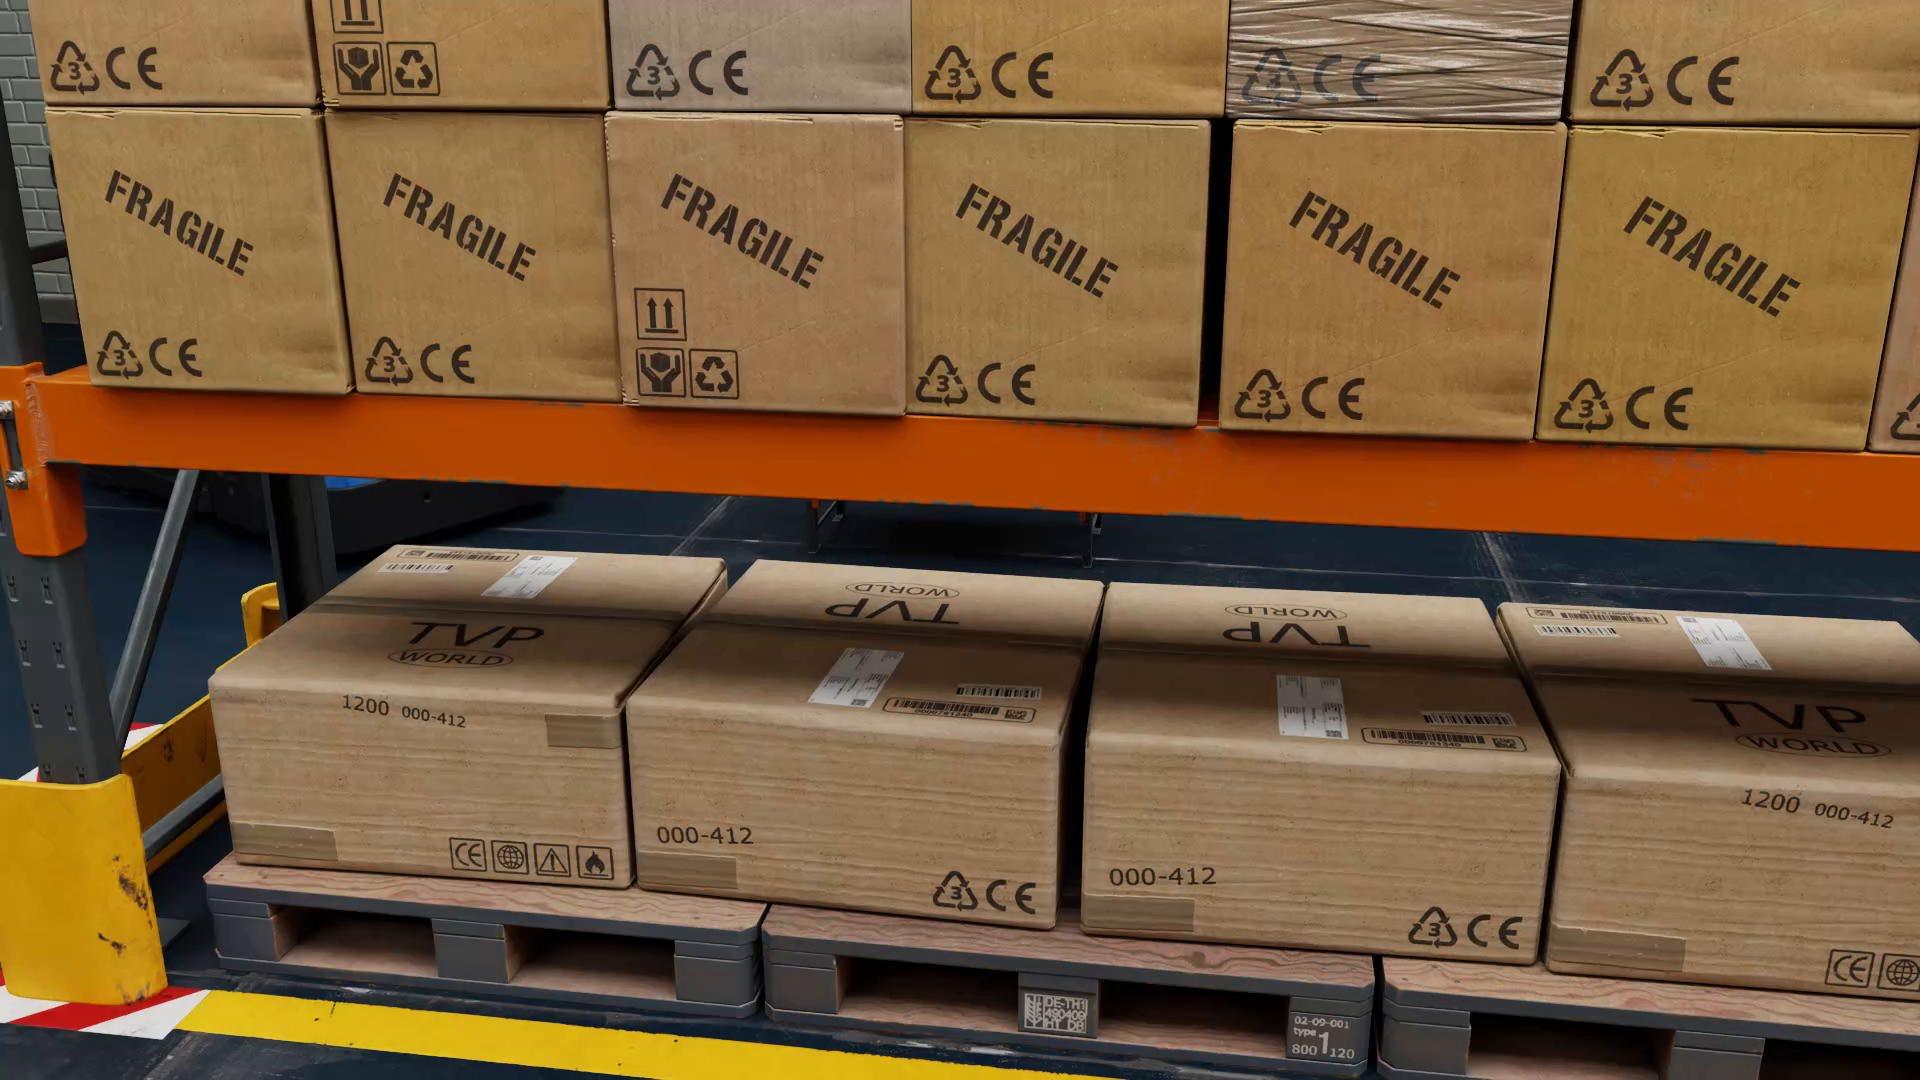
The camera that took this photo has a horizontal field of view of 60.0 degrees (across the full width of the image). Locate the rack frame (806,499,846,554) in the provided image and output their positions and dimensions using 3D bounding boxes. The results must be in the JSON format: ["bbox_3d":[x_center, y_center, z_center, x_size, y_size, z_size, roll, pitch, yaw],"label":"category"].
[{"bbox_3d":[-0.509,-0.559,6.202,0.032,1.125,0.500,3,19,9],"label":"rack frame"}]

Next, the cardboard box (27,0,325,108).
[{"bbox_3d":[-1.306,-1.056,2.999,0.500,0.500,0.500,3,19,7],"label":"cardboard box"}]

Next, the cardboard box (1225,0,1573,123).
[{"bbox_3d":[0.701,-0.956,2.700,0.500,0.500,0.500,3,19,9],"label":"cardboard box"}]

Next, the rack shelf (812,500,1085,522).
[{"bbox_3d":[-0.007,-0.302,6.203,1.000,0.278,0.538,3,19,9],"label":"rack shelf"}]

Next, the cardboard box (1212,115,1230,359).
[{"bbox_3d":[0.298,-0.679,3.449,0.500,0.500,0.500,3,19,10],"label":"cardboard box"}]

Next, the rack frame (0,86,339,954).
[{"bbox_3d":[-1.735,-0.648,3.512,0.127,3.000,1.000,3,19,9],"label":"rack frame"}]

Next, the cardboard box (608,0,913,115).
[{"bbox_3d":[-0.285,-1.009,2.858,0.500,0.500,0.500,3,19,8],"label":"cardboard box"}]

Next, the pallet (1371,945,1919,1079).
[{"bbox_3d":[1.476,0.813,3.541,1.213,0.211,1.003,3,19,9],"label":"pallet"}]

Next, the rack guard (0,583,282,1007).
[{"bbox_3d":[-1.758,0.536,3.913,0.348,0.500,1.175,3,19,9],"label":"rack guard"}]

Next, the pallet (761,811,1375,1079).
[{"bbox_3d":[0.268,0.752,3.722,1.213,0.211,1.003,3,19,9],"label":"pallet"}]

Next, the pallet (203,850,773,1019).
[{"bbox_3d":[-0.933,0.690,3.908,1.213,0.211,1.003,3,19,9],"label":"pallet"}]

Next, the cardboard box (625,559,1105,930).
[{"bbox_3d":[-0.162,0.413,3.717,0.875,0.438,0.875,3,19,10],"label":"cardboard box"}]

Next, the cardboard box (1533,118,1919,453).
[{"bbox_3d":[1.207,-0.462,2.798,0.500,0.500,0.500,2,19,7],"label":"cardboard box"}]

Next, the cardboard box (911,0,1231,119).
[{"bbox_3d":[0.208,-0.984,2.784,0.500,0.500,0.500,3,19,9],"label":"cardboard box"}]

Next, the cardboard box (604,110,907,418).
[{"bbox_3d":[-0.303,-0.533,3.012,0.500,0.500,0.500,3,19,8],"label":"cardboard box"}]

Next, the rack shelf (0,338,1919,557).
[{"bbox_3d":[0.240,-0.206,3.326,4.000,0.370,1.077,3,19,9],"label":"rack shelf"}]

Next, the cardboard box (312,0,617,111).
[{"bbox_3d":[-0.795,-1.032,2.928,0.500,0.500,0.500,2,19,7],"label":"cardboard box"}]

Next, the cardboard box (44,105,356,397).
[{"bbox_3d":[-1.306,-0.581,3.156,0.500,0.500,0.500,3,19,8],"label":"cardboard box"}]

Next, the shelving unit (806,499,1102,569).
[{"bbox_3d":[-0.007,-0.534,6.126,1.048,1.125,0.538,3,19,9],"label":"shelving unit"}]

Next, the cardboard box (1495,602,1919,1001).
[{"bbox_3d":[1.612,0.504,3.446,0.875,0.438,0.875,3,19,8],"label":"cardboard box"}]

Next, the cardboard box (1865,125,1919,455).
[{"bbox_3d":[1.716,-0.437,2.725,0.500,0.500,0.500,3,19,9],"label":"cardboard box"}]

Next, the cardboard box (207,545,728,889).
[{"bbox_3d":[-1.067,0.370,3.847,0.875,0.438,0.875,2,19,7],"label":"cardboard box"}]

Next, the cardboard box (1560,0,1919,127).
[{"bbox_3d":[1.205,-0.934,2.633,0.500,0.500,0.500,3,19,8],"label":"cardboard box"}]

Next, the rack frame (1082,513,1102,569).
[{"bbox_3d":[0.495,-0.508,6.049,0.032,1.125,0.500,3,19,9],"label":"rack frame"}]

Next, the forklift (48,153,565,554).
[{"bbox_3d":[-3.040,-1.689,6.731,3.031,2.935,1.130,14,23,37],"label":"forklift"}]

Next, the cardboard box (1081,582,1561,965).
[{"bbox_3d":[0.728,0.459,3.580,0.875,0.438,0.875,2,19,7],"label":"cardboard box"}]

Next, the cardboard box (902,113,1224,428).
[{"bbox_3d":[0.194,-0.513,2.952,0.500,0.500,0.500,4,19,10],"label":"cardboard box"}]

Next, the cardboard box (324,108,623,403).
[{"bbox_3d":[-0.802,-0.565,3.106,0.500,0.500,0.500,3,19,8],"label":"cardboard box"}]

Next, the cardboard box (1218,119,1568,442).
[{"bbox_3d":[0.709,-0.482,2.859,0.500,0.500,0.500,3,19,8],"label":"cardboard box"}]
